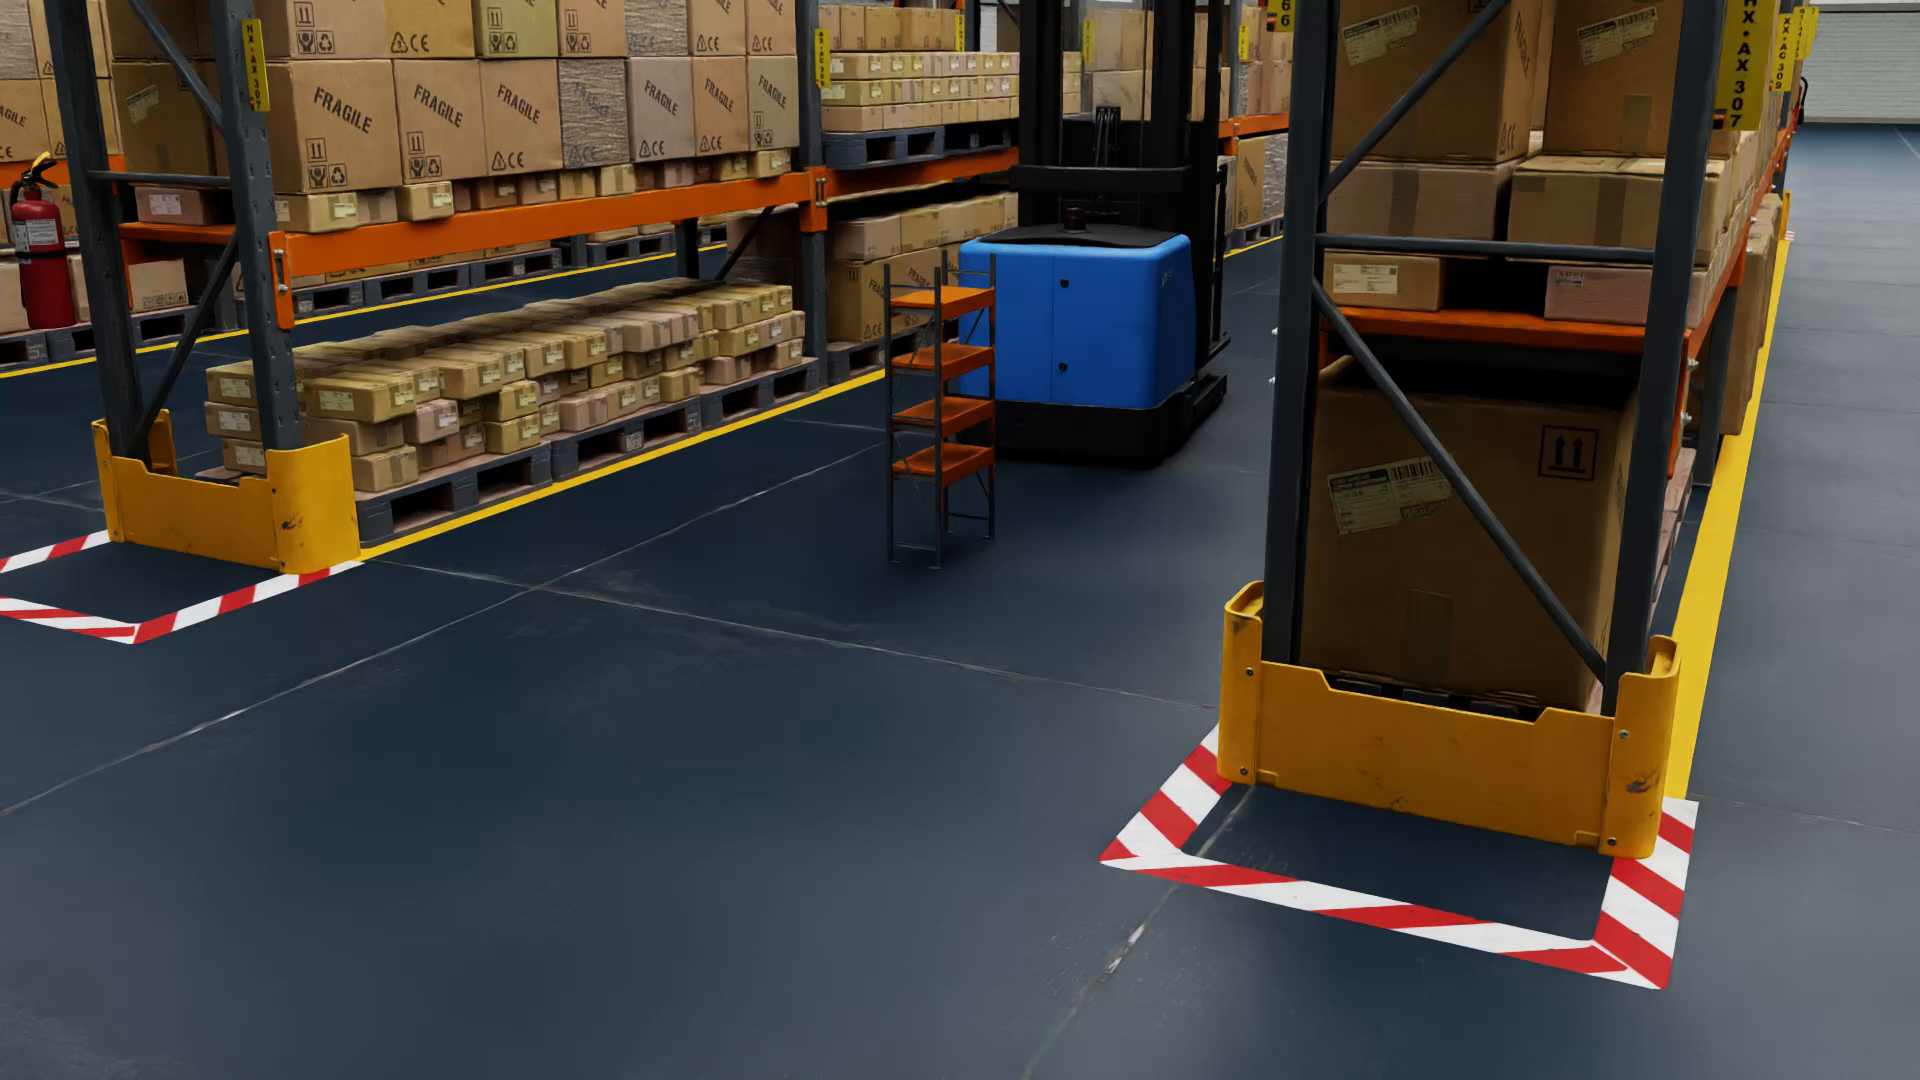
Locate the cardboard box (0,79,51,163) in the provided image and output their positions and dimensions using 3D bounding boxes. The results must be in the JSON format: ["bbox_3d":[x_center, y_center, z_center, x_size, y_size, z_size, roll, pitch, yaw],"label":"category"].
[{"bbox_3d":[-6.168,-2.651,10.506,0.500,0.500,0.500,8,18,25],"label":"cardboard box"}]

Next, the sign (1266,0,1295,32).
[{"bbox_3d":[0.846,-1.477,4.279,0.100,0.325,0.005,8,18,25],"label":"sign"}]

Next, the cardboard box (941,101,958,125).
[{"bbox_3d":[-0.232,-2.797,10.878,0.380,0.149,0.250,7,18,23],"label":"cardboard box"}]

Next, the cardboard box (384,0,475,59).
[{"bbox_3d":[-2.409,-2.272,6.952,0.500,0.500,0.500,9,19,27],"label":"cardboard box"}]

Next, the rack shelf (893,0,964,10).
[{"bbox_3d":[-1.285,-6.656,20.160,1.077,0.370,4.000,8,18,25],"label":"rack shelf"}]

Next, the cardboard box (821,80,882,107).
[{"bbox_3d":[-0.692,-2.677,9.949,0.380,0.149,0.250,8,19,26],"label":"cardboard box"}]

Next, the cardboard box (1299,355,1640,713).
[{"bbox_3d":[1.539,-0.092,5.059,0.875,0.875,0.875,8,18,25],"label":"cardboard box"}]

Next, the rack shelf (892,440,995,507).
[{"bbox_3d":[-0.074,-0.278,6.787,0.258,0.148,0.480,8,18,25],"label":"rack shelf"}]

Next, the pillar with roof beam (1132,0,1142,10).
[{"bbox_3d":[8.625,-15.081,41.995,9.100,9.000,0.400,8,18,25],"label":"pillar with roof beam"}]

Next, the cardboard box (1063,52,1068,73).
[{"bbox_3d":[0.585,-3.549,12.365,0.380,0.149,0.250,8,18,25],"label":"cardboard box"}]

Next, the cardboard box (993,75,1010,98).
[{"bbox_3d":[0.120,-3.141,11.513,0.380,0.149,0.250,9,19,27],"label":"cardboard box"}]

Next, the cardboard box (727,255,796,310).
[{"bbox_3d":[-1.174,-1.635,10.914,0.500,0.500,0.500,8,18,24],"label":"cardboard box"}]

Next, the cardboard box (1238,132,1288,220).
[{"bbox_3d":[3.038,-4.013,18.262,0.875,0.875,0.875,8,18,26],"label":"cardboard box"}]

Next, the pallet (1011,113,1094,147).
[{"bbox_3d":[0.285,-3.143,12.676,1.213,0.211,1.003,8,18,25],"label":"pallet"}]

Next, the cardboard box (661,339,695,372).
[{"bbox_3d":[-1.646,-1.008,8.898,0.380,0.149,0.250,9,19,27],"label":"cardboard box"}]

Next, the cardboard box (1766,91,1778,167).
[{"bbox_3d":[4.673,-2.538,10.125,0.500,0.500,0.500,8,18,25],"label":"cardboard box"}]

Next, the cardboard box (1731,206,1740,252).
[{"bbox_3d":[2.581,-1.123,5.977,0.380,0.149,0.250,8,19,26],"label":"cardboard box"}]

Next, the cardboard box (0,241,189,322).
[{"bbox_3d":[-6.130,-1.842,11.721,0.875,0.438,0.875,8,18,25],"label":"cardboard box"}]

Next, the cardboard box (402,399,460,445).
[{"bbox_3d":[-2.430,-0.533,7.298,0.380,0.149,0.250,8,18,25],"label":"cardboard box"}]

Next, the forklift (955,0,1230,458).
[{"bbox_3d":[0.932,-2.188,9.243,1.130,2.935,3.031,6,17,18],"label":"forklift"}]

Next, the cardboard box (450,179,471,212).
[{"bbox_3d":[-2.391,-1.528,7.343,0.380,0.149,0.250,9,19,28],"label":"cardboard box"}]

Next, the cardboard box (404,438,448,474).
[{"bbox_3d":[-2.503,-0.397,7.362,0.380,0.149,0.250,8,18,25],"label":"cardboard box"}]

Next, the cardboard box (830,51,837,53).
[{"bbox_3d":[-1.732,-5.320,18.971,0.500,0.500,0.500,8,18,25],"label":"cardboard box"}]

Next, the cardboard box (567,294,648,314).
[{"bbox_3d":[-1.960,-1.267,9.247,0.380,0.149,0.250,8,18,24],"label":"cardboard box"}]

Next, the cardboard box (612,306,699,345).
[{"bbox_3d":[-1.613,-1.136,8.806,0.380,0.149,0.250,7,18,23],"label":"cardboard box"}]

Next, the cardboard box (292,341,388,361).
[{"bbox_3d":[-2.891,-0.818,7.736,0.380,0.149,0.250,8,18,24],"label":"cardboard box"}]

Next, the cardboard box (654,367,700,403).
[{"bbox_3d":[-1.612,-0.839,8.851,0.380,0.149,0.250,8,18,25],"label":"cardboard box"}]

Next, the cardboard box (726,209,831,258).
[{"bbox_3d":[-1.173,-1.996,10.811,0.500,0.250,0.500,8,18,24],"label":"cardboard box"}]

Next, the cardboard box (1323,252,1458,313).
[{"bbox_3d":[1.190,-0.748,4.715,0.380,0.149,0.250,8,19,26],"label":"cardboard box"}]

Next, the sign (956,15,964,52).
[{"bbox_3d":[0.010,-4.055,13.375,0.100,0.325,0.005,8,18,25],"label":"sign"}]

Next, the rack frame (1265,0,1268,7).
[{"bbox_3d":[4.082,-5.468,20.166,1.000,3.000,0.127,8,18,25],"label":"rack frame"}]

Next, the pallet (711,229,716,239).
[{"bbox_3d":[-2.525,-3.518,18.498,1.003,0.211,1.213,8,18,25],"label":"pallet"}]

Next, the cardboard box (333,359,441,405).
[{"bbox_3d":[-2.513,-0.688,7.298,0.380,0.149,0.250,8,19,26],"label":"cardboard box"}]

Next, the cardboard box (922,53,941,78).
[{"bbox_3d":[-0.342,-3.019,10.580,0.380,0.149,0.250,8,18,25],"label":"cardboard box"}]

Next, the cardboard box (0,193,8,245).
[{"bbox_3d":[-9.322,-3.007,15.533,0.500,0.500,0.500,8,18,24],"label":"cardboard box"}]

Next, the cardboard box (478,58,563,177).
[{"bbox_3d":[-2.173,-1.925,7.539,0.500,0.500,0.500,8,18,26],"label":"cardboard box"}]

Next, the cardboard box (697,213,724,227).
[{"bbox_3d":[-3.038,-3.500,17.418,0.950,0.372,0.625,9,19,27],"label":"cardboard box"}]

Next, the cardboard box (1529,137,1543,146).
[{"bbox_3d":[1.759,-1.222,5.613,0.500,0.250,0.500,7,18,24],"label":"cardboard box"}]

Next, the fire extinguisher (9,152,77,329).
[{"bbox_3d":[-3.592,-1.171,6.490,0.296,0.674,0.183,8,18,25],"label":"fire extinguisher"}]

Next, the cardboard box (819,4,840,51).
[{"bbox_3d":[-1.788,-5.807,18.855,0.700,0.500,0.500,8,18,25],"label":"cardboard box"}]

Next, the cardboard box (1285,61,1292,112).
[{"bbox_3d":[3.169,-5.030,18.427,0.875,0.550,0.500,8,18,25],"label":"cardboard box"}]

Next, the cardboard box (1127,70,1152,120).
[{"bbox_3d":[1.400,-3.816,14.430,0.500,0.500,0.500,8,18,25],"label":"cardboard box"}]

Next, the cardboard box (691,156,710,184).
[{"bbox_3d":[-1.565,-1.992,8.903,0.380,0.149,0.250,8,18,24],"label":"cardboard box"}]

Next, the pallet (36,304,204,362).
[{"bbox_3d":[-6.163,-1.495,11.687,1.003,0.211,1.213,8,18,25],"label":"pallet"}]

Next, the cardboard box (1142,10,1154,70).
[{"bbox_3d":[1.397,-4.461,14.843,0.700,0.500,0.500,8,18,25],"label":"cardboard box"}]

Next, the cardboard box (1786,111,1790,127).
[{"bbox_3d":[7.176,-3.750,14.824,0.380,0.149,0.250,8,18,25],"label":"cardboard box"}]

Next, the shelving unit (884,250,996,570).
[{"bbox_3d":[-0.074,-0.533,6.712,0.258,1.200,0.503,8,18,25],"label":"shelving unit"}]

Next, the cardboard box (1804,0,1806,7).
[{"bbox_3d":[7.338,-4.672,15.032,0.500,0.500,0.500,8,18,25],"label":"cardboard box"}]

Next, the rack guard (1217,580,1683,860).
[{"bbox_3d":[1.314,0.469,4.569,1.175,0.500,0.348,8,18,25],"label":"rack guard"}]

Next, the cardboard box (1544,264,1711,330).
[{"bbox_3d":[1.779,-0.664,4.432,0.380,0.149,0.250,8,18,26],"label":"cardboard box"}]

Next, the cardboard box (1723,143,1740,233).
[{"bbox_3d":[2.235,-1.155,5.386,0.500,0.250,0.500,7,18,24],"label":"cardboard box"}]
